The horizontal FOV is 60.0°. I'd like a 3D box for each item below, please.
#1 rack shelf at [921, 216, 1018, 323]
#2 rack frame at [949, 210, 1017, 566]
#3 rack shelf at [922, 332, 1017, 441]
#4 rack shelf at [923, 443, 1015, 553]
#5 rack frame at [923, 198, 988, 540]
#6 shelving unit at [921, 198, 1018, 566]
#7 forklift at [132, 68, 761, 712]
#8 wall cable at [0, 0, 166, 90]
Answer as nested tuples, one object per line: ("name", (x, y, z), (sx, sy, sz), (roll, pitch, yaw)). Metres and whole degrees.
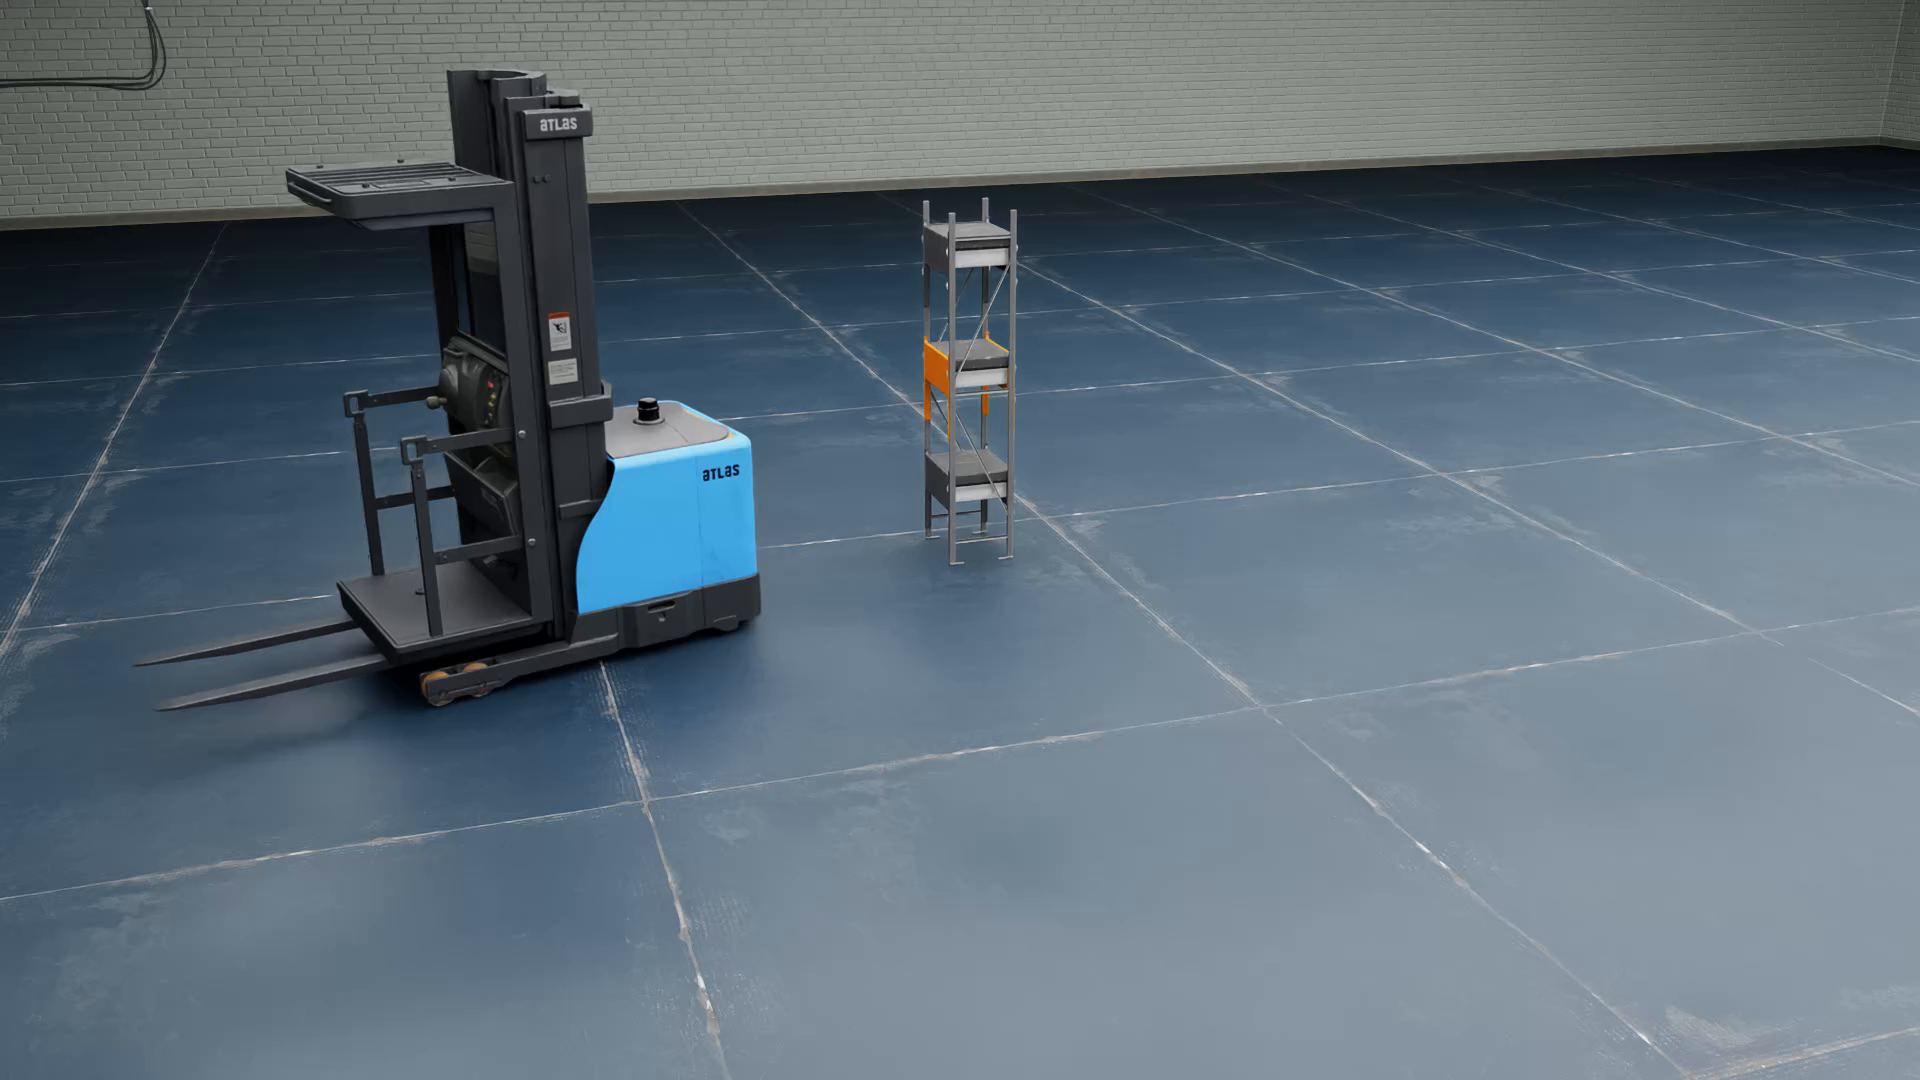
("rack shelf", (0.052, -1.581, 9.682), (0.431, 0.518, 0.480), (-6, 21, -17))
("rack frame", (0.129, -0.857, 9.696), (0.400, 2.100, 0.015), (-6, 21, -17))
("rack shelf", (0.052, -0.922, 9.918), (0.431, 0.518, 0.480), (-6, 21, -17))
("rack shelf", (0.052, -0.263, 10.155), (0.431, 0.518, 0.480), (-6, 21, -17))
("rack frame", (-0.025, -1.013, 10.132), (0.400, 2.100, 0.015), (-6, 21, -17))
("shelving unit", (0.052, -0.935, 9.914), (0.431, 2.100, 0.503), (-6, 21, -17))
("forklift", (-2.597, -0.769, 8.220), (3.031, 2.935, 1.130), (-13, 23, -32))
("wall cable", (-11.754, -6.864, 20.809), (3.097, 2.526, 0.112), (-6, 21, -17))
